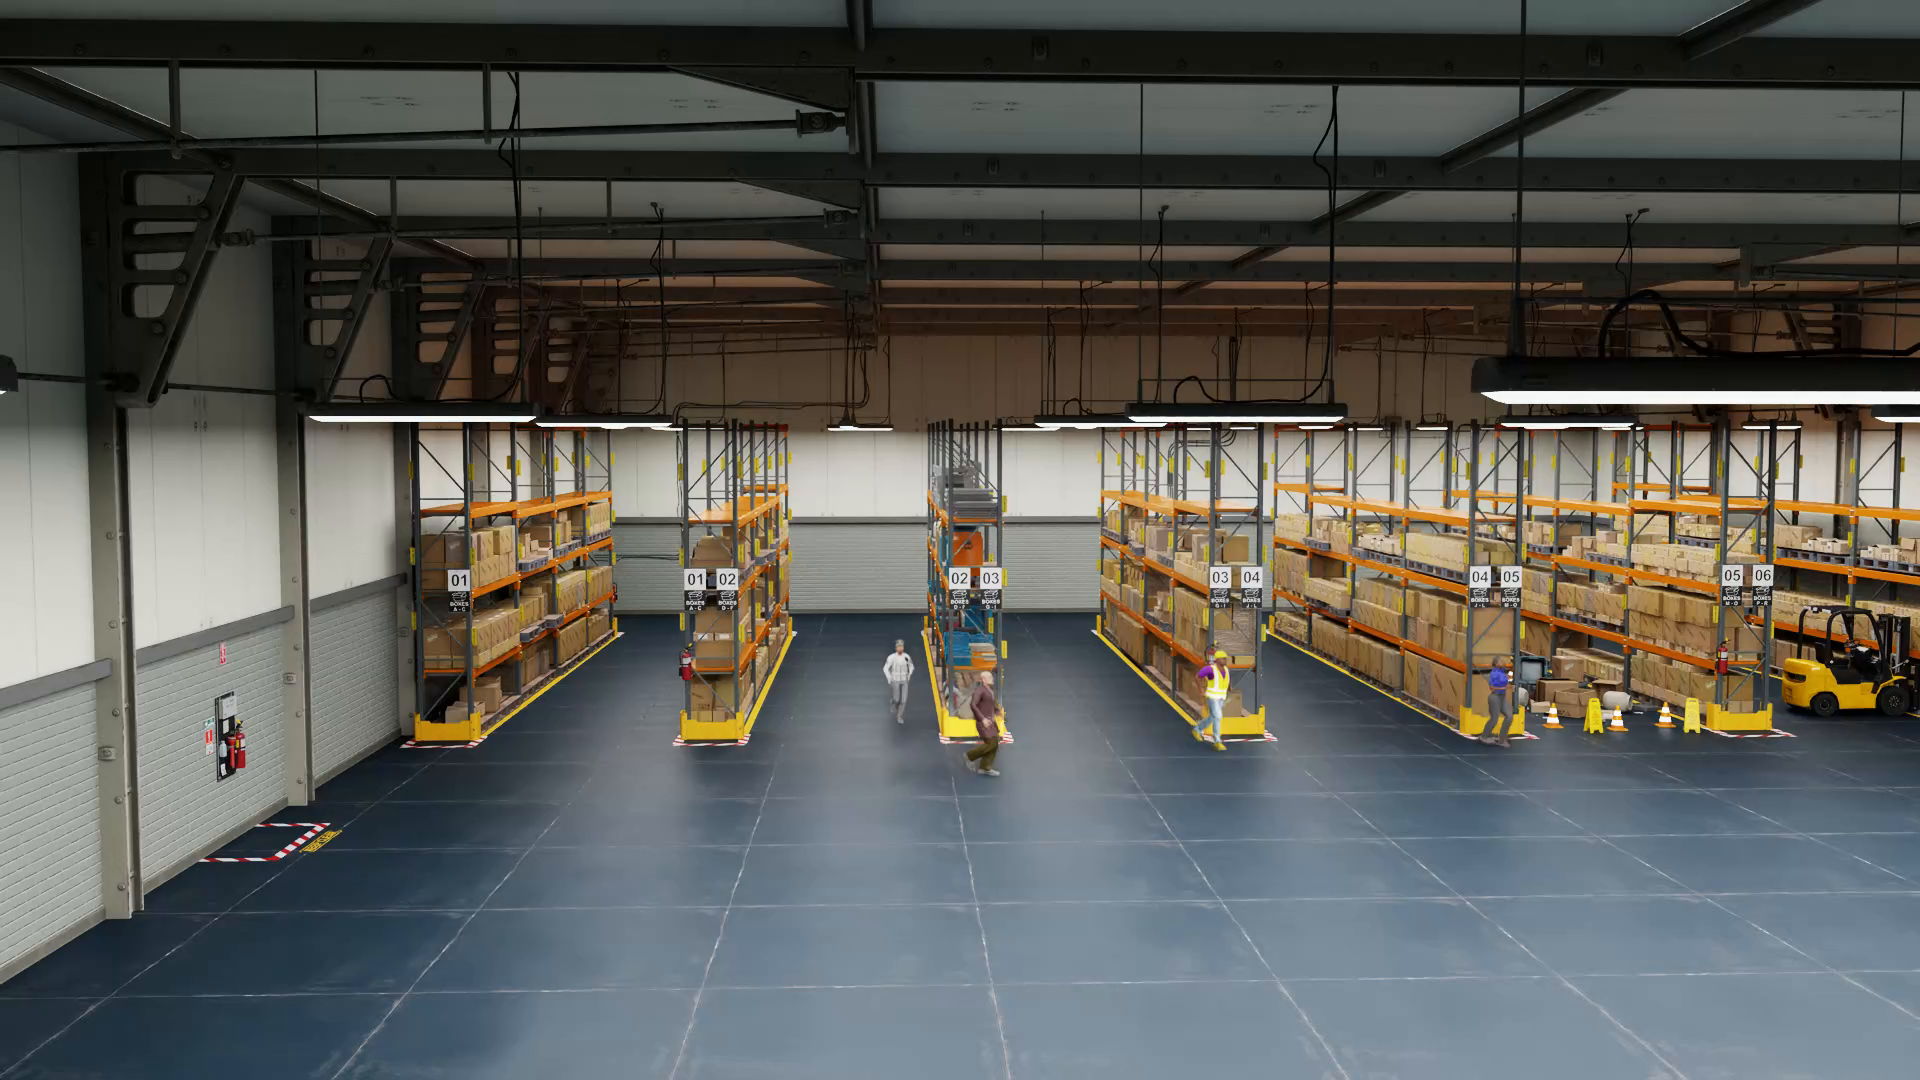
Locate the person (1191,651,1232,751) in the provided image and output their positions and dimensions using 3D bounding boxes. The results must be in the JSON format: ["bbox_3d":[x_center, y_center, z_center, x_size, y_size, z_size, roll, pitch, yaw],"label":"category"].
[{"bbox_3d":[4.675,2.895,30.430,0.736,1.742,0.967,-3,5,-39],"label":"person"}]

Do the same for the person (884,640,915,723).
[{"bbox_3d":[-1.198,2.791,32.993,0.615,1.657,0.555,-1,4,-14],"label":"person"}]

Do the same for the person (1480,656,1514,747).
[{"bbox_3d":[9.857,2.977,30.437,0.568,1.703,0.658,-3,5,-43],"label":"person"}]

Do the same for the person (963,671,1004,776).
[{"bbox_3d":[0.391,3.068,27.903,0.633,1.749,0.731,1,4,19],"label":"person"}]
